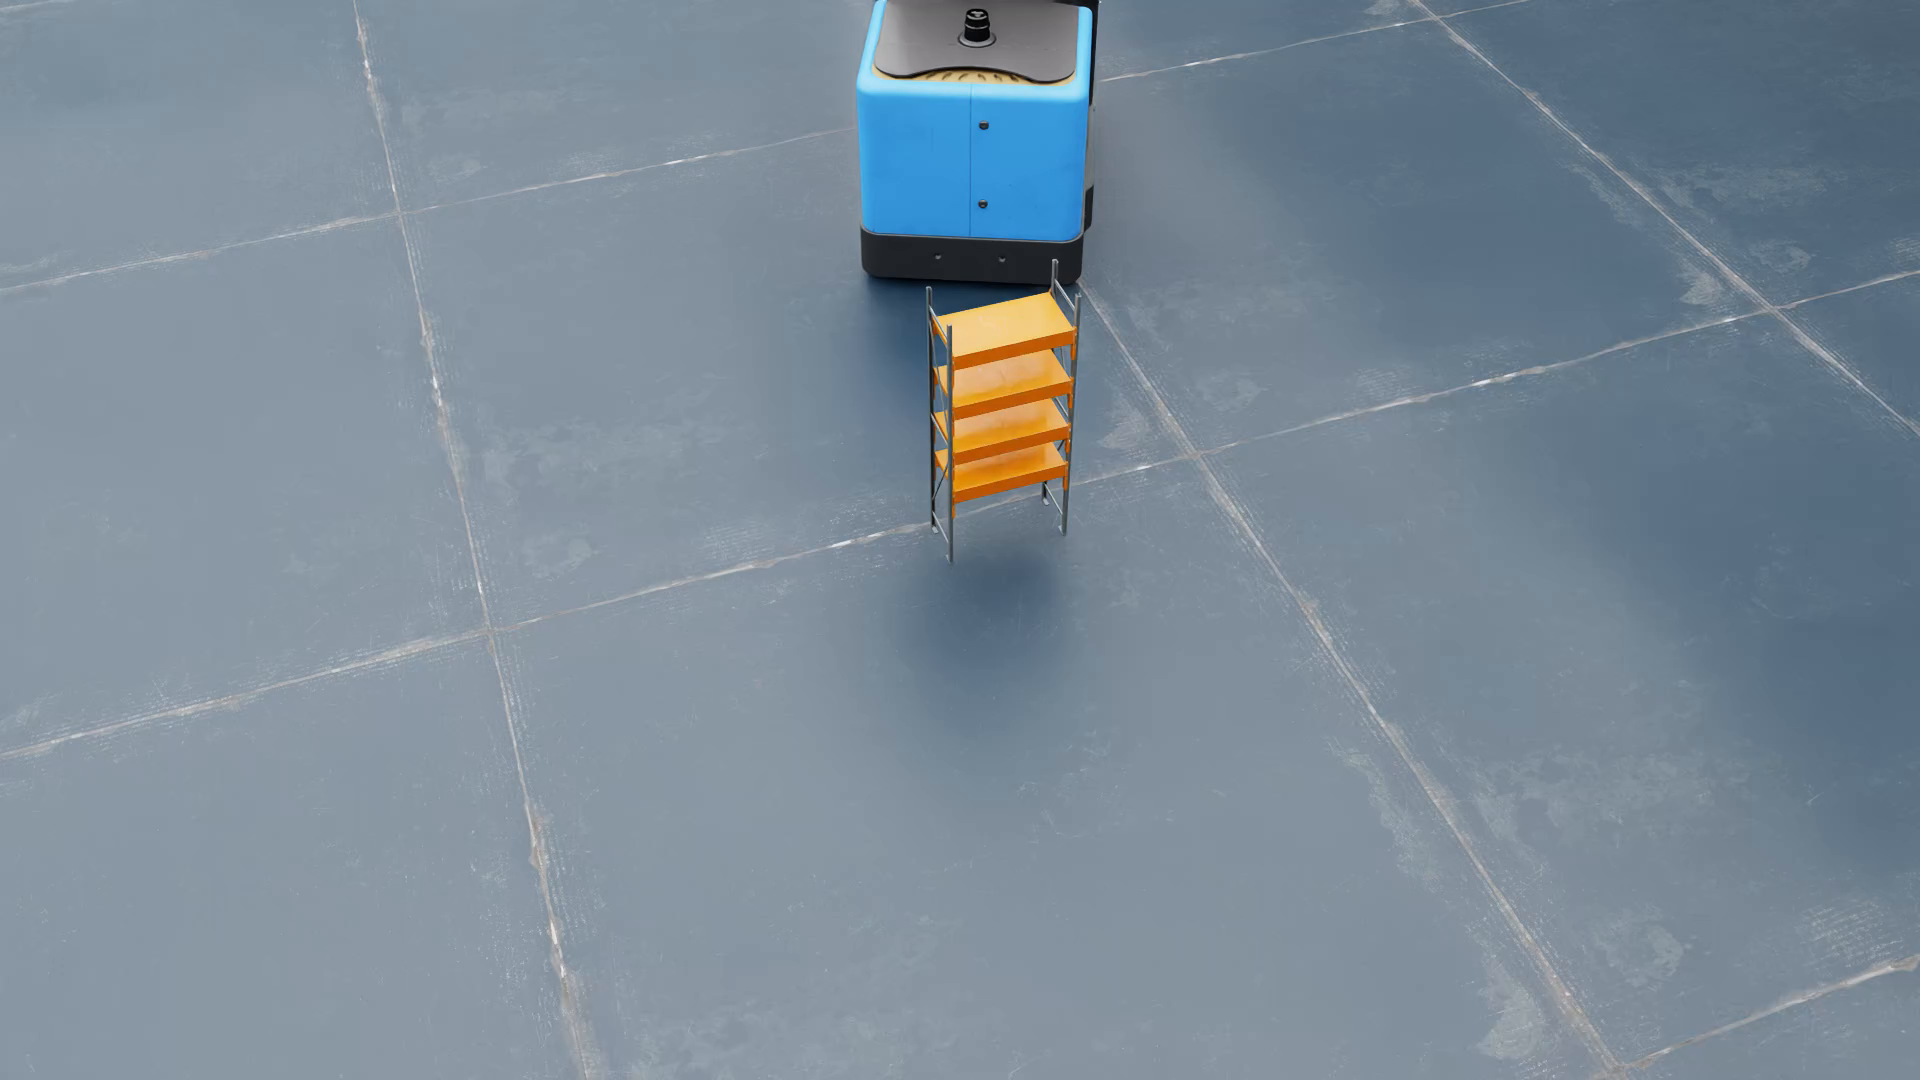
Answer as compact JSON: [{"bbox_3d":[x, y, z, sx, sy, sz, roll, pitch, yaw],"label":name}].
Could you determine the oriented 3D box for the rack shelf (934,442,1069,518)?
[{"bbox_3d":[0.156,-0.276,6.553,0.480,0.148,0.258,-14,47,-14],"label":"rack shelf"}]

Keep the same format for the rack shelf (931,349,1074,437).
[{"bbox_3d":[0.156,-0.574,6.254,0.480,0.148,0.258,-14,47,-14],"label":"rack shelf"}]

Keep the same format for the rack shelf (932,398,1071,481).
[{"bbox_3d":[0.156,-0.416,6.412,0.480,0.148,0.258,-14,47,-14],"label":"rack shelf"}]

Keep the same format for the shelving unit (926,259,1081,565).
[{"bbox_3d":[0.156,-0.463,6.365,0.503,1.200,0.258,-14,47,-14],"label":"shelving unit"}]

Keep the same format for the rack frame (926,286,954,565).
[{"bbox_3d":[-0.074,-0.405,6.306,0.015,1.200,0.240,-14,47,-14],"label":"rack frame"}]

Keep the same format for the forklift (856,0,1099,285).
[{"bbox_3d":[0.161,-3.279,7.948,1.130,2.935,3.031,3,45,3],"label":"forklift"}]

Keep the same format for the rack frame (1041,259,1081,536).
[{"bbox_3d":[0.385,-0.522,6.423,0.015,1.200,0.240,-14,47,-14],"label":"rack frame"}]

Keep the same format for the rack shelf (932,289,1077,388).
[{"bbox_3d":[0.156,-0.741,6.086,0.480,0.148,0.258,-14,47,-14],"label":"rack shelf"}]
